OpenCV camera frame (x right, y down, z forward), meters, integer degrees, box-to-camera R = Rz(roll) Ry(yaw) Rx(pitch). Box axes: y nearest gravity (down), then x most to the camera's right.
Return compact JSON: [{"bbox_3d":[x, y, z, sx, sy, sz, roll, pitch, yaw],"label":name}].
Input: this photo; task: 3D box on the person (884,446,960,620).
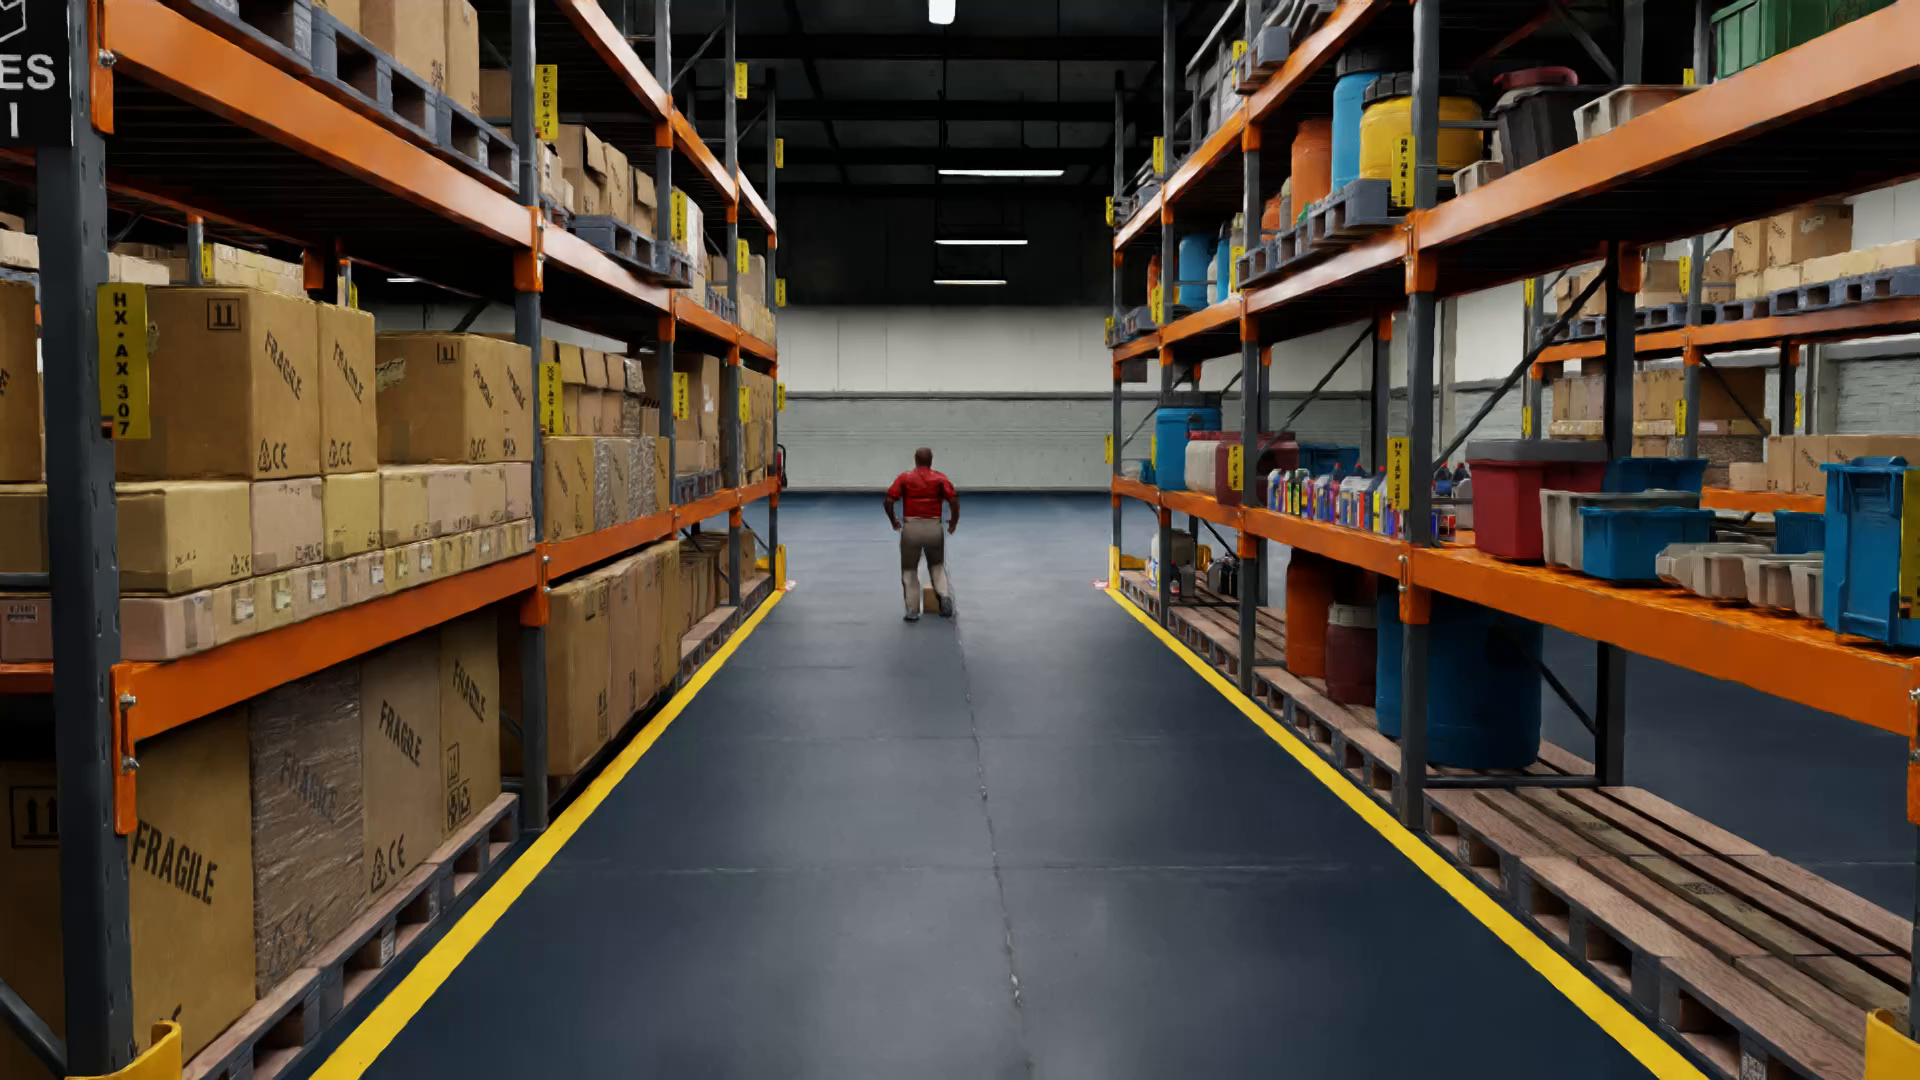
[{"bbox_3d":[-0.381,-0.064,16.136,0.722,1.702,0.503,0,4,-6],"label":"person"}]
